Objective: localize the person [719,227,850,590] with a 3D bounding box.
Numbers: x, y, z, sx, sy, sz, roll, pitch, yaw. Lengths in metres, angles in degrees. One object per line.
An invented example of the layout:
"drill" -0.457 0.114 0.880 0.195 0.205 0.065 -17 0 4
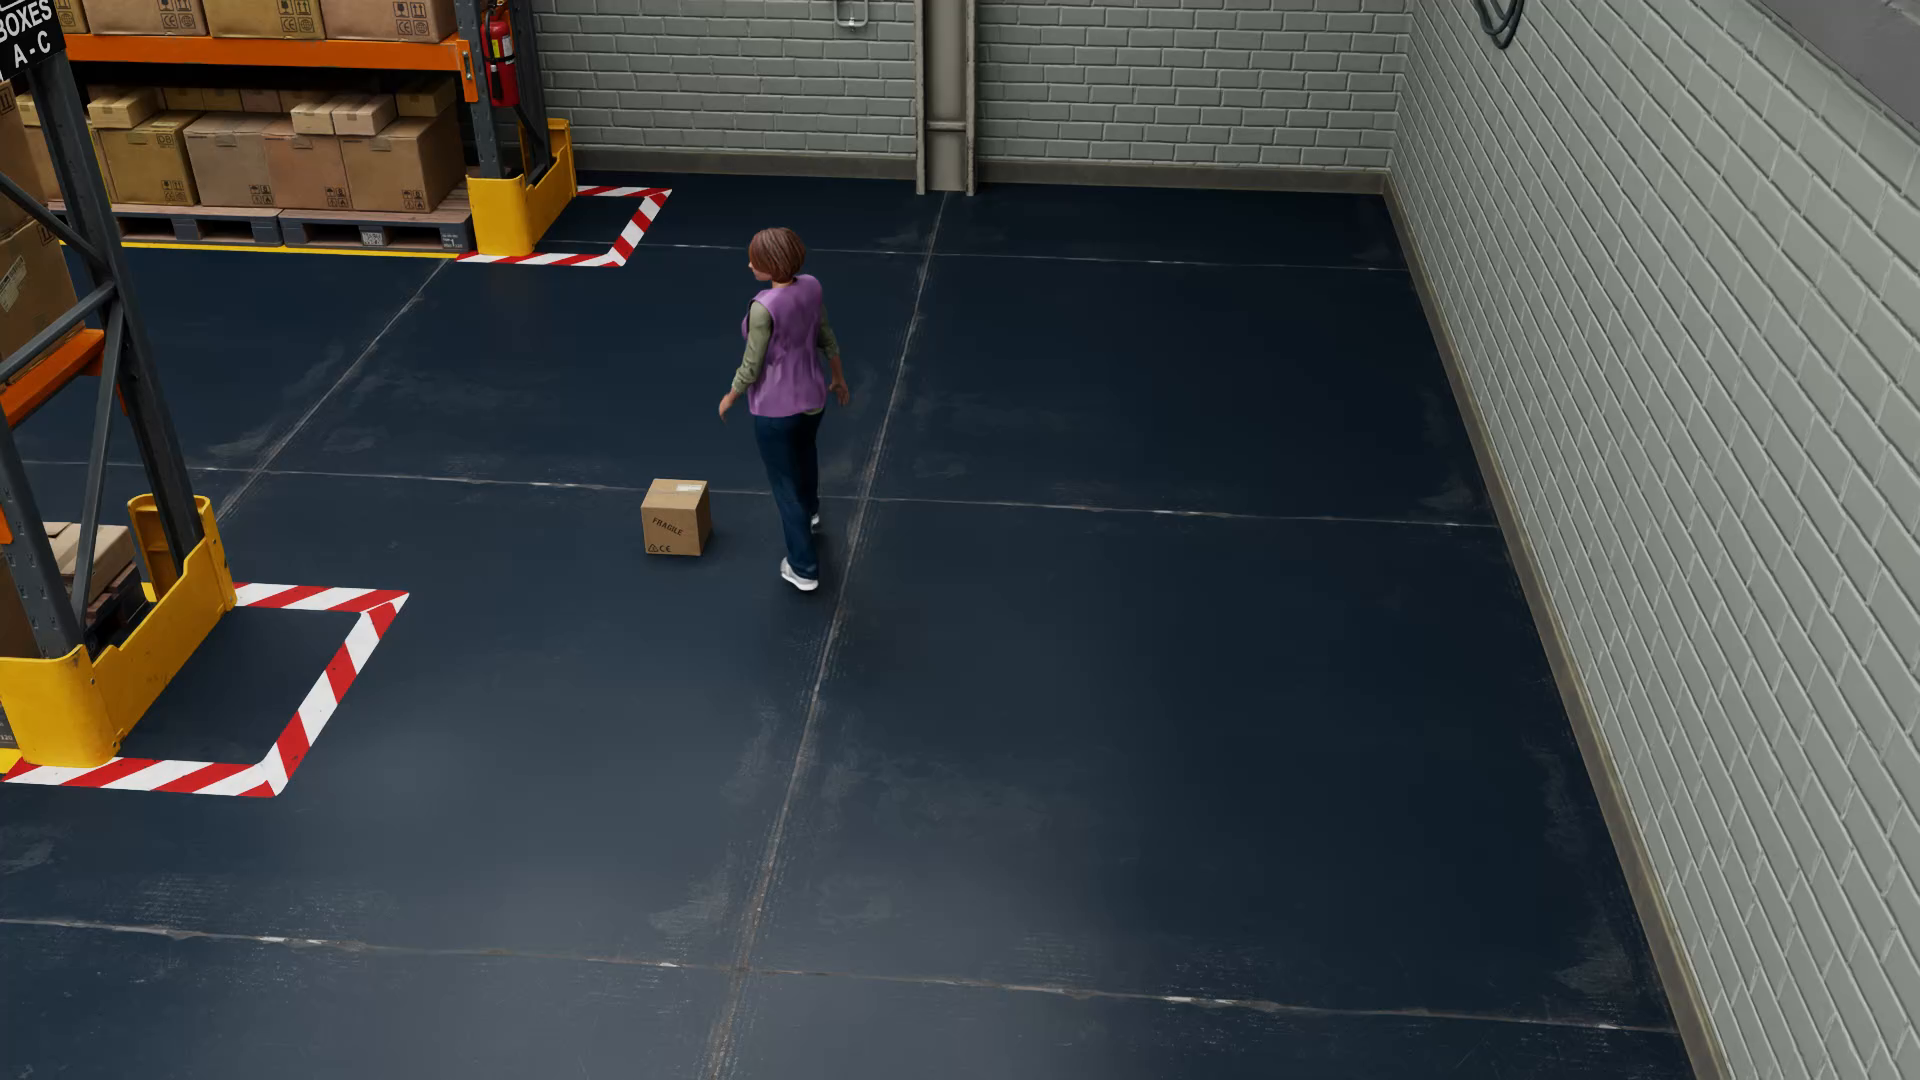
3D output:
"person" -0.721 -0.557 7.115 0.570 1.484 0.680 -24 40 -33
